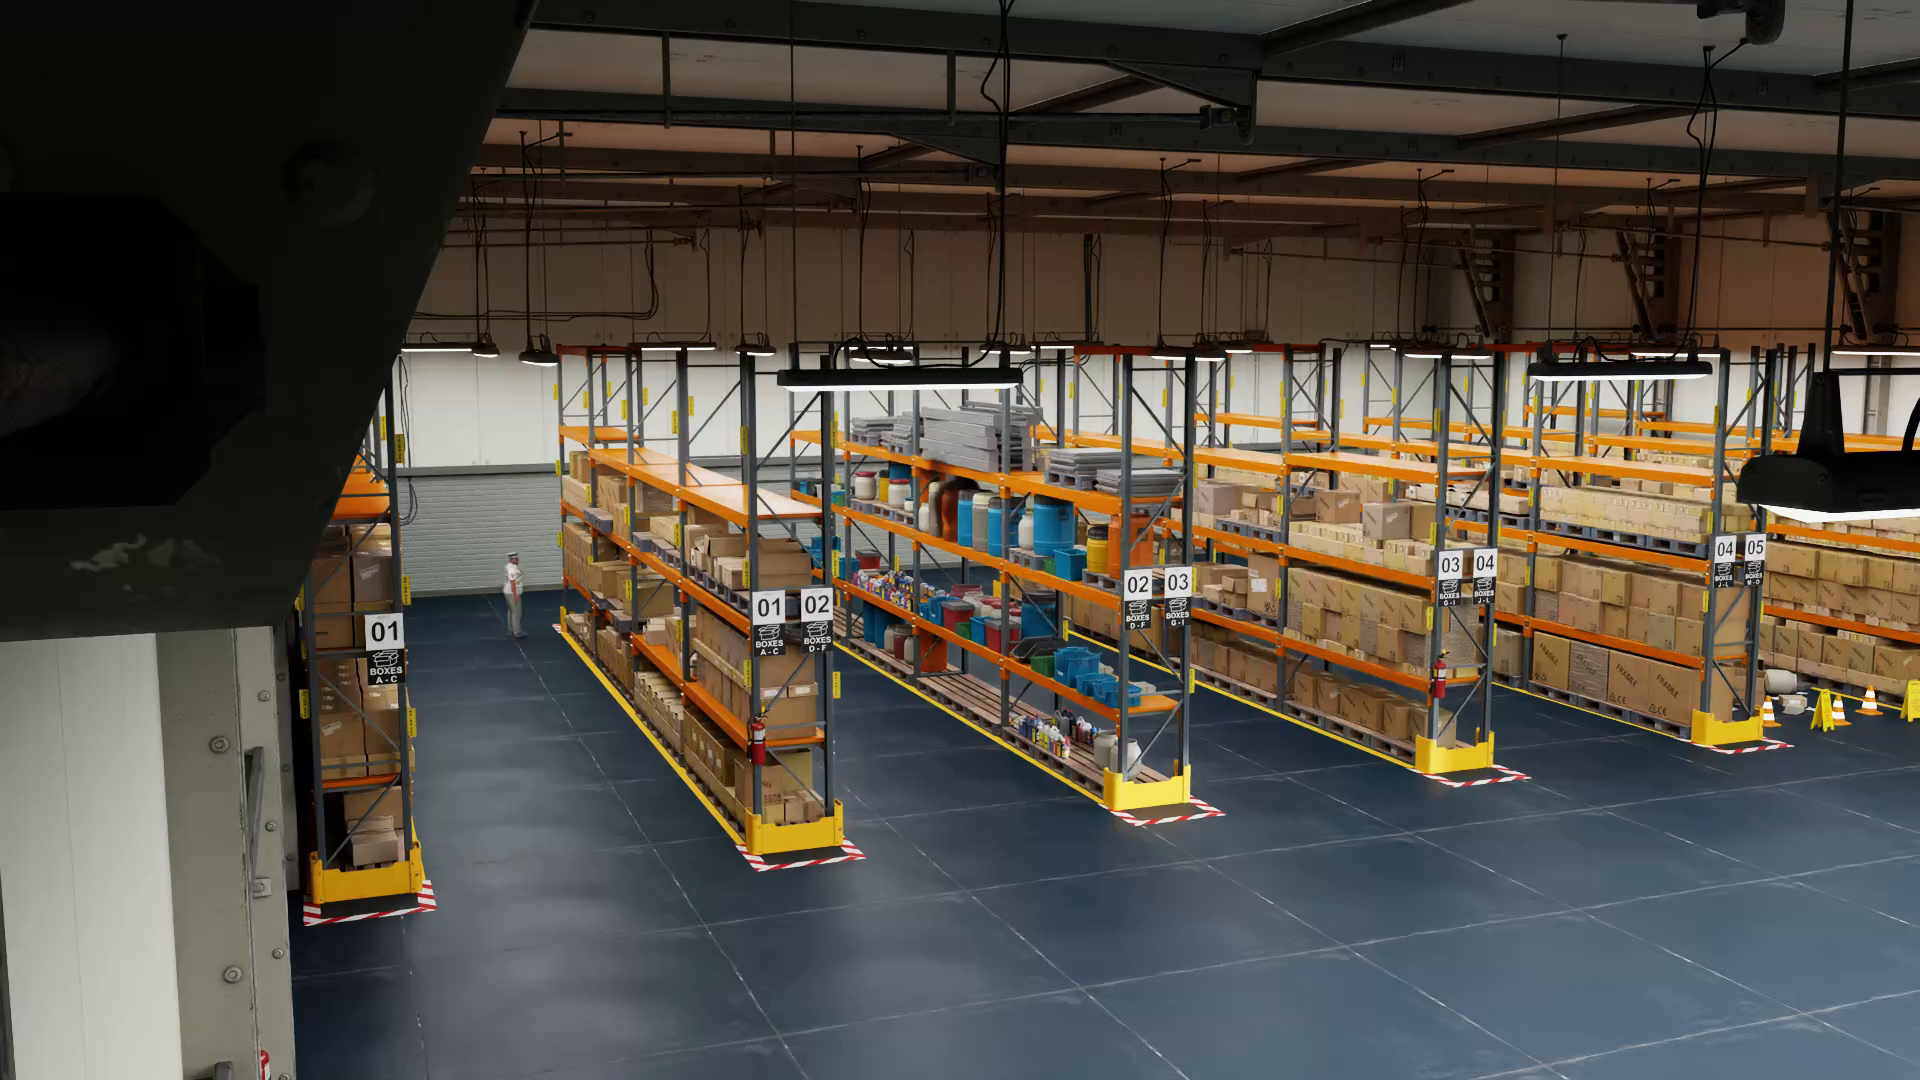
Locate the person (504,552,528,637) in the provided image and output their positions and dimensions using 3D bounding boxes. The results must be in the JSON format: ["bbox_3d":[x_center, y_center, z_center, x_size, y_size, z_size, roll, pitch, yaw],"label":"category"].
[{"bbox_3d":[-9.148,1.107,34.211,0.453,1.758,0.605,-3,8,-22],"label":"person"}]
